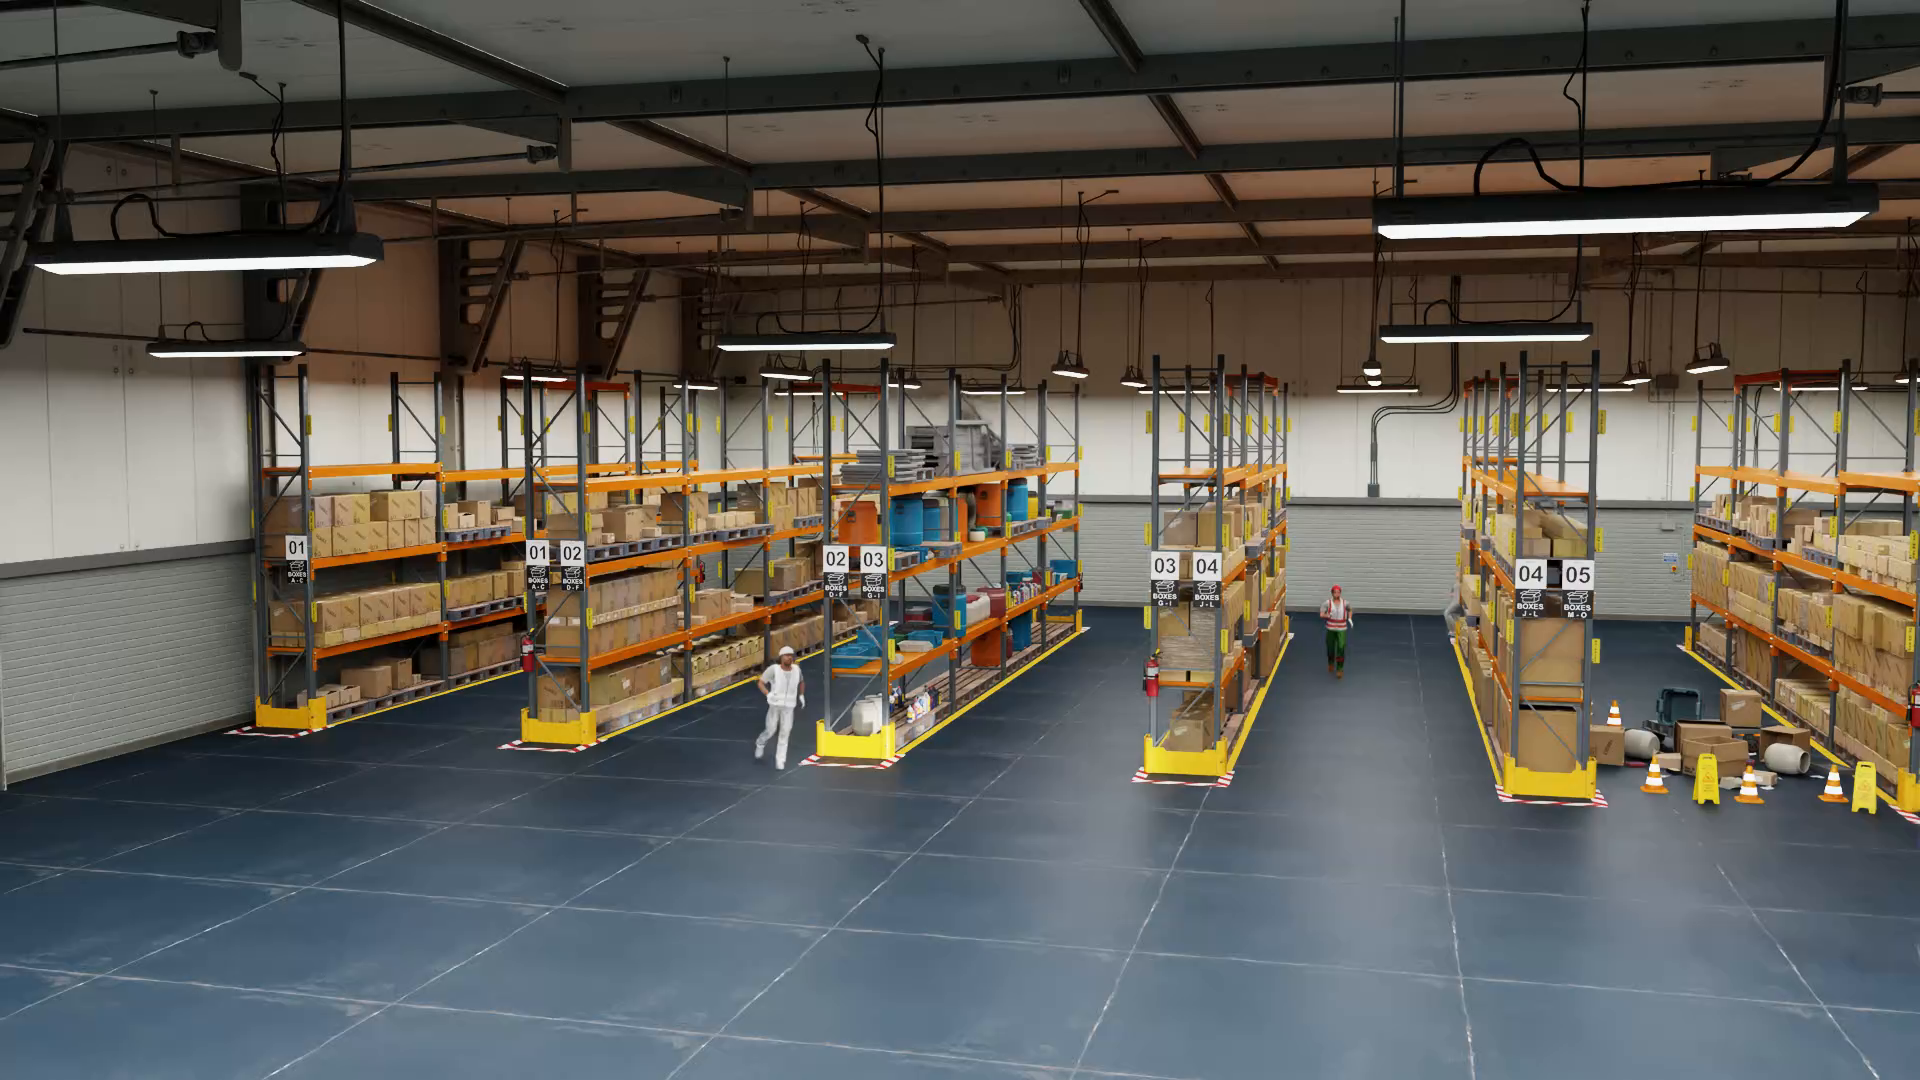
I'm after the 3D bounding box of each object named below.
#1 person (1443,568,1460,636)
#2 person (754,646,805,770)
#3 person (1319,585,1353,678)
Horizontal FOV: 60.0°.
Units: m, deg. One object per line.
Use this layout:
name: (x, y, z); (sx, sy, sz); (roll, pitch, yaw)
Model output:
person: (11.772, 1.489, 39.425); (0.581, 1.657, 0.575); (1, 4, 20)
person: (-2.592, 2.436, 24.435); (0.744, 1.741, 0.951); (-2, 4, -23)
person: (7.496, 1.792, 33.140); (0.659, 1.781, 0.987); (1, 4, 11)
